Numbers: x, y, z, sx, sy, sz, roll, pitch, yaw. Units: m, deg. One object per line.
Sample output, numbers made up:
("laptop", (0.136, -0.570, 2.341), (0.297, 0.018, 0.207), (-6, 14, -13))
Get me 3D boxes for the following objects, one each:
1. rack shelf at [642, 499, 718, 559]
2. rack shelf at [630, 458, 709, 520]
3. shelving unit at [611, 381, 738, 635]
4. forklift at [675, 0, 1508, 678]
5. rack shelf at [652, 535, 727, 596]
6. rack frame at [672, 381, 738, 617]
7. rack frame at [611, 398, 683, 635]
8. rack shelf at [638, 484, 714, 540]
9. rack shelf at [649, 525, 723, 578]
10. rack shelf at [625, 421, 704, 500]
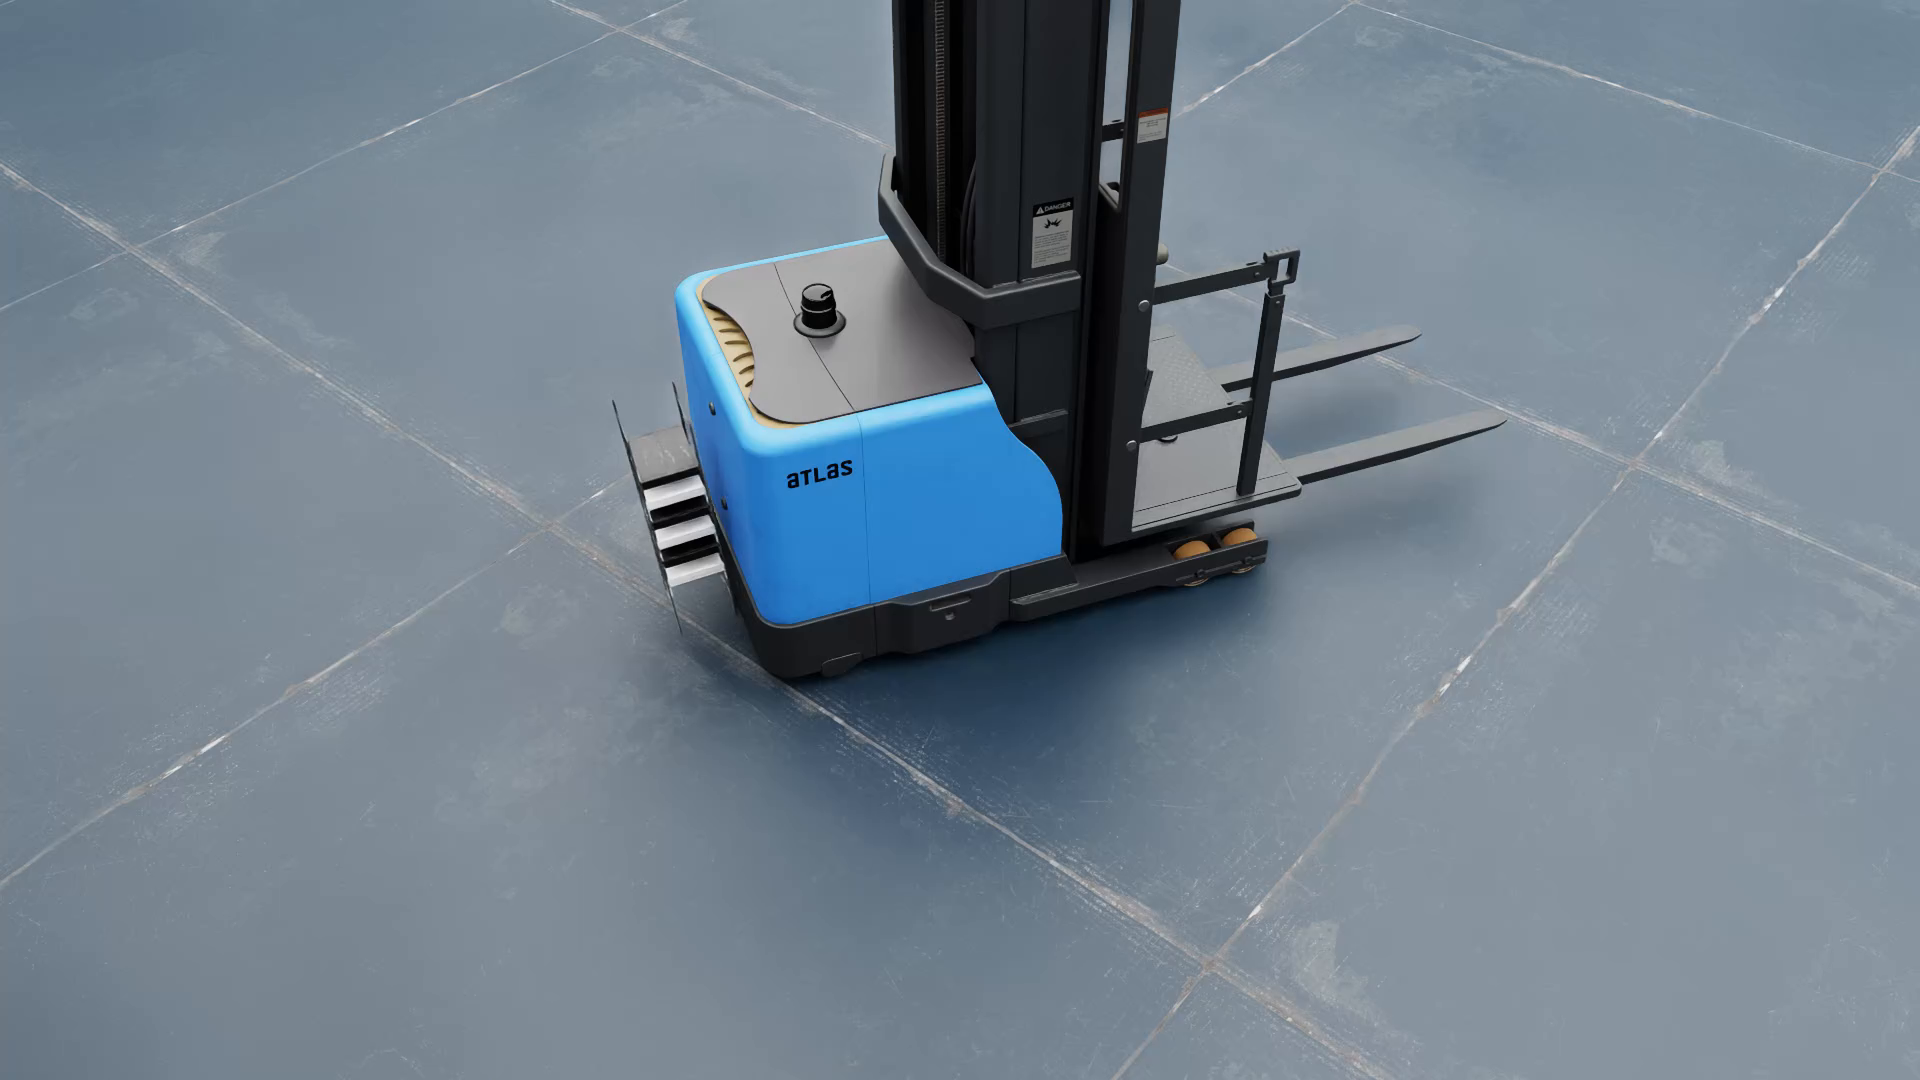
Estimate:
("rack shelf", (-0.962, -0.071, 5.697), (0.200, 0.077, 0.258), (-18, 45, -12))
("rack shelf", (-0.975, -0.200, 5.573), (0.200, 0.077, 0.258), (-18, 45, -12))
("shelving unit", (-0.964, -0.095, 5.674), (0.210, 0.900, 0.258), (-18, 45, -12))
("forklift", (0.589, -1.235, 5.430), (3.031, 2.935, 1.130), (-14, 44, -15))
("rack shelf", (-0.948, 0.059, 5.822), (0.200, 0.077, 0.258), (-18, 45, -12))
("rack frame", (-0.869, -0.125, 5.695), (0.006, 0.900, 0.240), (-18, 45, -12))
("rack frame", (-1.059, -0.064, 5.653), (0.006, 0.900, 0.240), (-18, 45, -12))
("rack shelf", (-0.968, -0.135, 5.635), (0.200, 0.077, 0.258), (-18, 45, -12))
("rack shelf", (-0.955, -0.006, 5.759), (0.200, 0.077, 0.258), (-18, 45, -12))
("rack shelf", (-0.982, -0.265, 5.510), (0.200, 0.077, 0.258), (-18, 45, -12))
